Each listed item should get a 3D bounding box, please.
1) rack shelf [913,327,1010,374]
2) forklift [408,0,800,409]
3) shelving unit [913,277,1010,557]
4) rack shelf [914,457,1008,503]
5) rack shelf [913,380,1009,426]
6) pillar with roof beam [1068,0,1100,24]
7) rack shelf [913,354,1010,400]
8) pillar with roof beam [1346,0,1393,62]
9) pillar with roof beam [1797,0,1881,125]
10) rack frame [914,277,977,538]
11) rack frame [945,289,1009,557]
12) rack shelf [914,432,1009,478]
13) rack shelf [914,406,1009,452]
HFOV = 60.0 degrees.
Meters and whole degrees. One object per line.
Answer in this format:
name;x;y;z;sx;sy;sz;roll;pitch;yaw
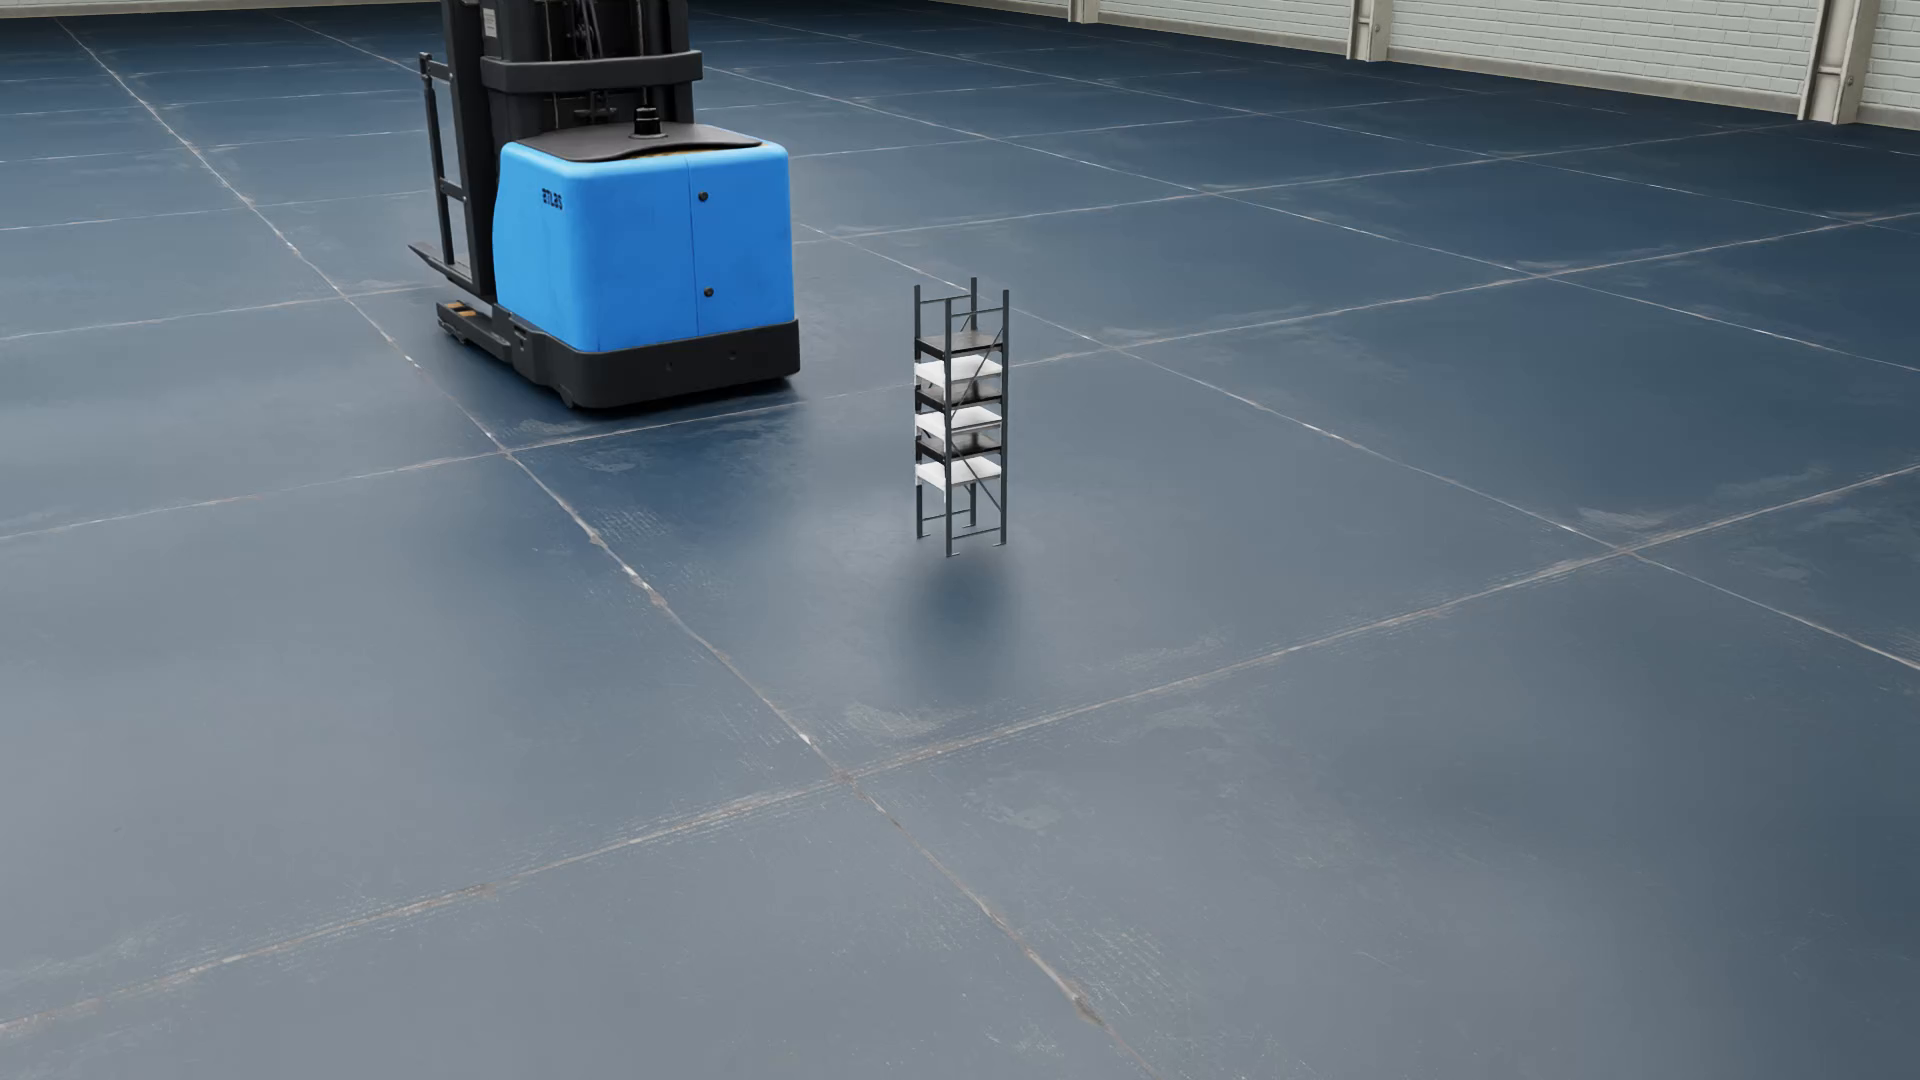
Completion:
rack shelf;0.004;-0.633;5.546;0.258;0.077;0.200;-13;25;-28
forklift;-1.962;-2.410;7.848;1.130;2.935;3.031;-14;26;-31
shelving unit;0.004;-0.414;5.636;0.258;0.900;0.210;-13;25;-28
rack shelf;0.004;-0.217;5.716;0.258;0.077;0.200;-13;25;-28
rack shelf;0.004;-0.467;5.614;0.258;0.077;0.200;-13;25;-28
pillar with roof beam;-1.850;-11.086;21.136;9.100;9.000;0.400;-13;25;-28
rack shelf;0.004;-0.550;5.580;0.258;0.077;0.200;-13;25;-28
pillar with roof beam;1.215;-9.144;16.358;9.100;9.000;0.400;-13;25;-28
pillar with roof beam;4.279;-7.202;11.579;9.100;9.000;0.400;-13;25;-28
rack frame;-0.048;-0.447;5.717;0.240;0.900;0.006;-13;25;-28
rack frame;0.056;-0.381;5.555;0.240;0.900;0.006;-13;25;-28
rack shelf;0.004;-0.300;5.682;0.258;0.077;0.200;-13;25;-28
rack shelf;0.004;-0.383;5.648;0.258;0.077;0.200;-13;25;-28
